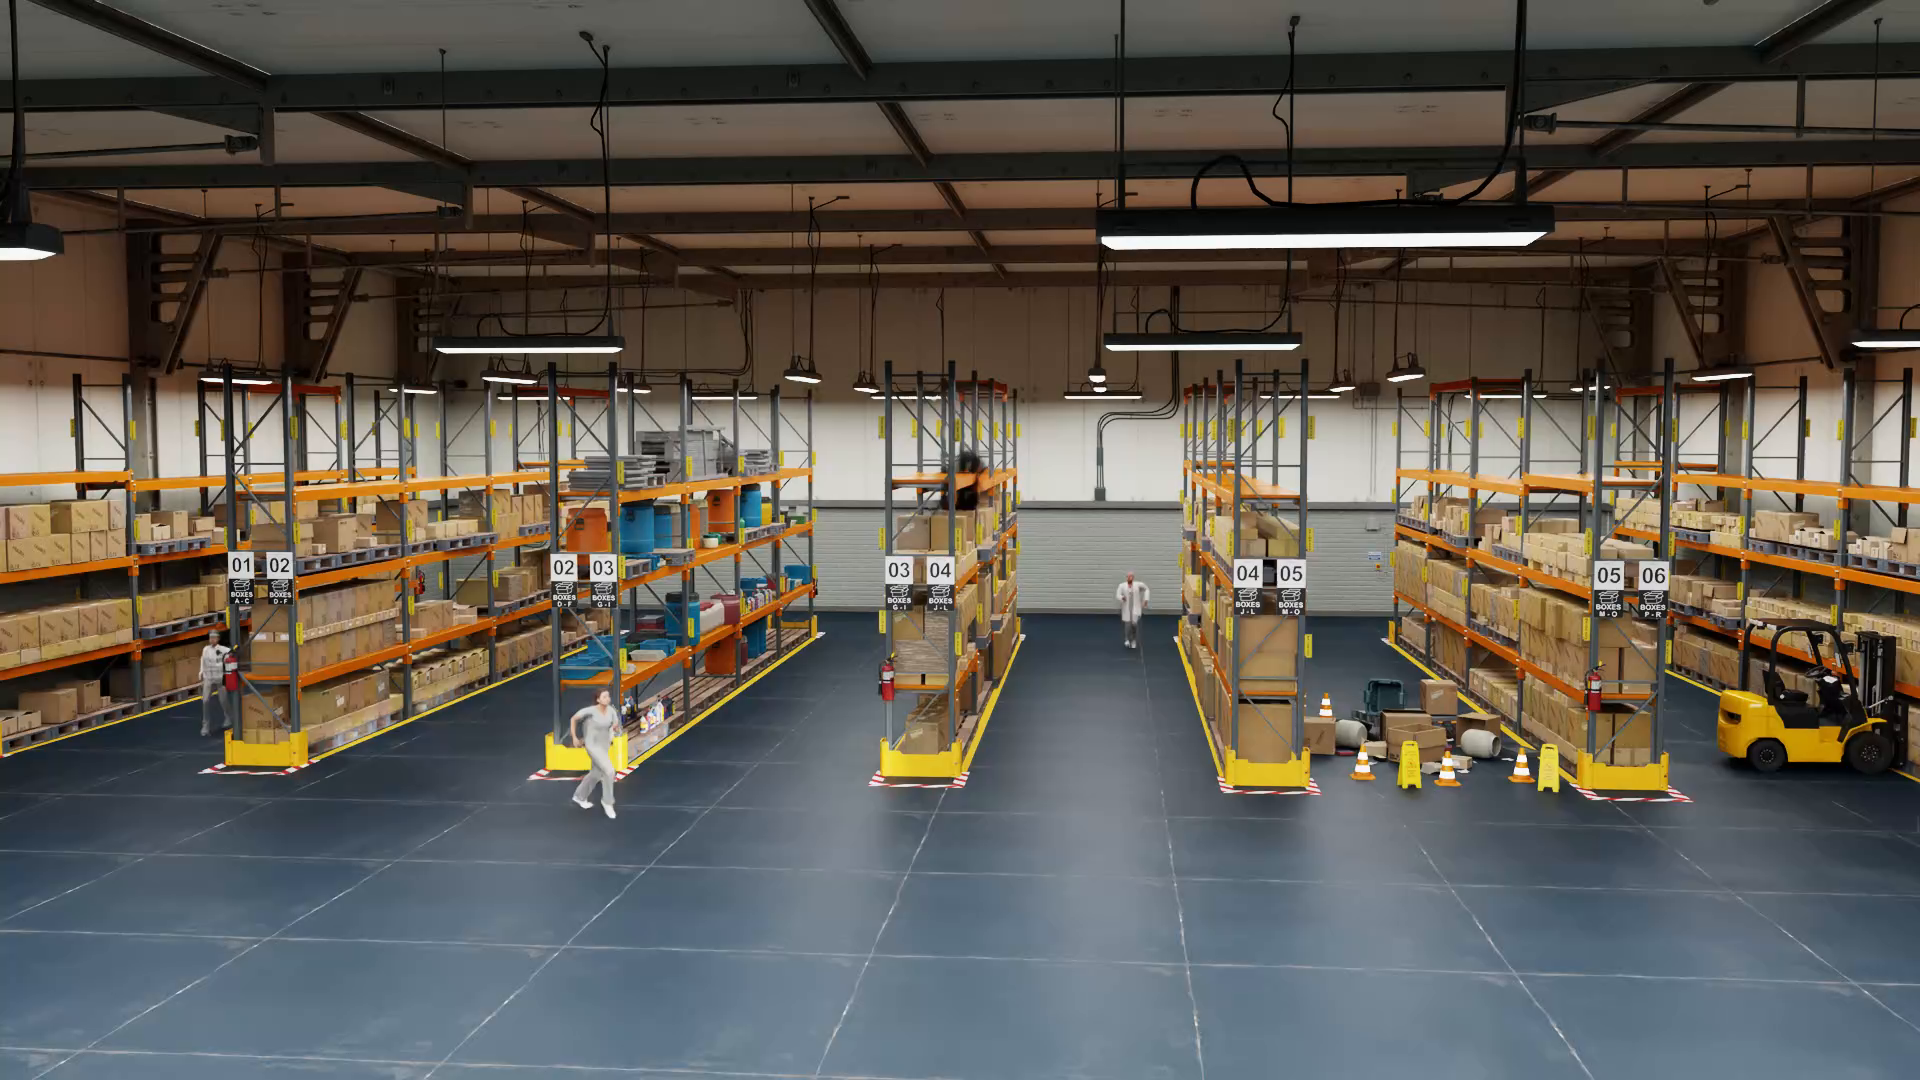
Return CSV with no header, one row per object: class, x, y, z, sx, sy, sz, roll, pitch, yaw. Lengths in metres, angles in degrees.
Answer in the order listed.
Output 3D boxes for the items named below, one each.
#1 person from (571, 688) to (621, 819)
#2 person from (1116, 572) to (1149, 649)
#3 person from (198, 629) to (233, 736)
person,-4.744,2.752,21.646,0.832,1.692,0.586,3,5,35
person,3.950,1.625,38.155,0.724,1.734,0.936,1,4,14
person,-12.332,2.320,27.545,0.599,1.708,0.878,0,4,-4
